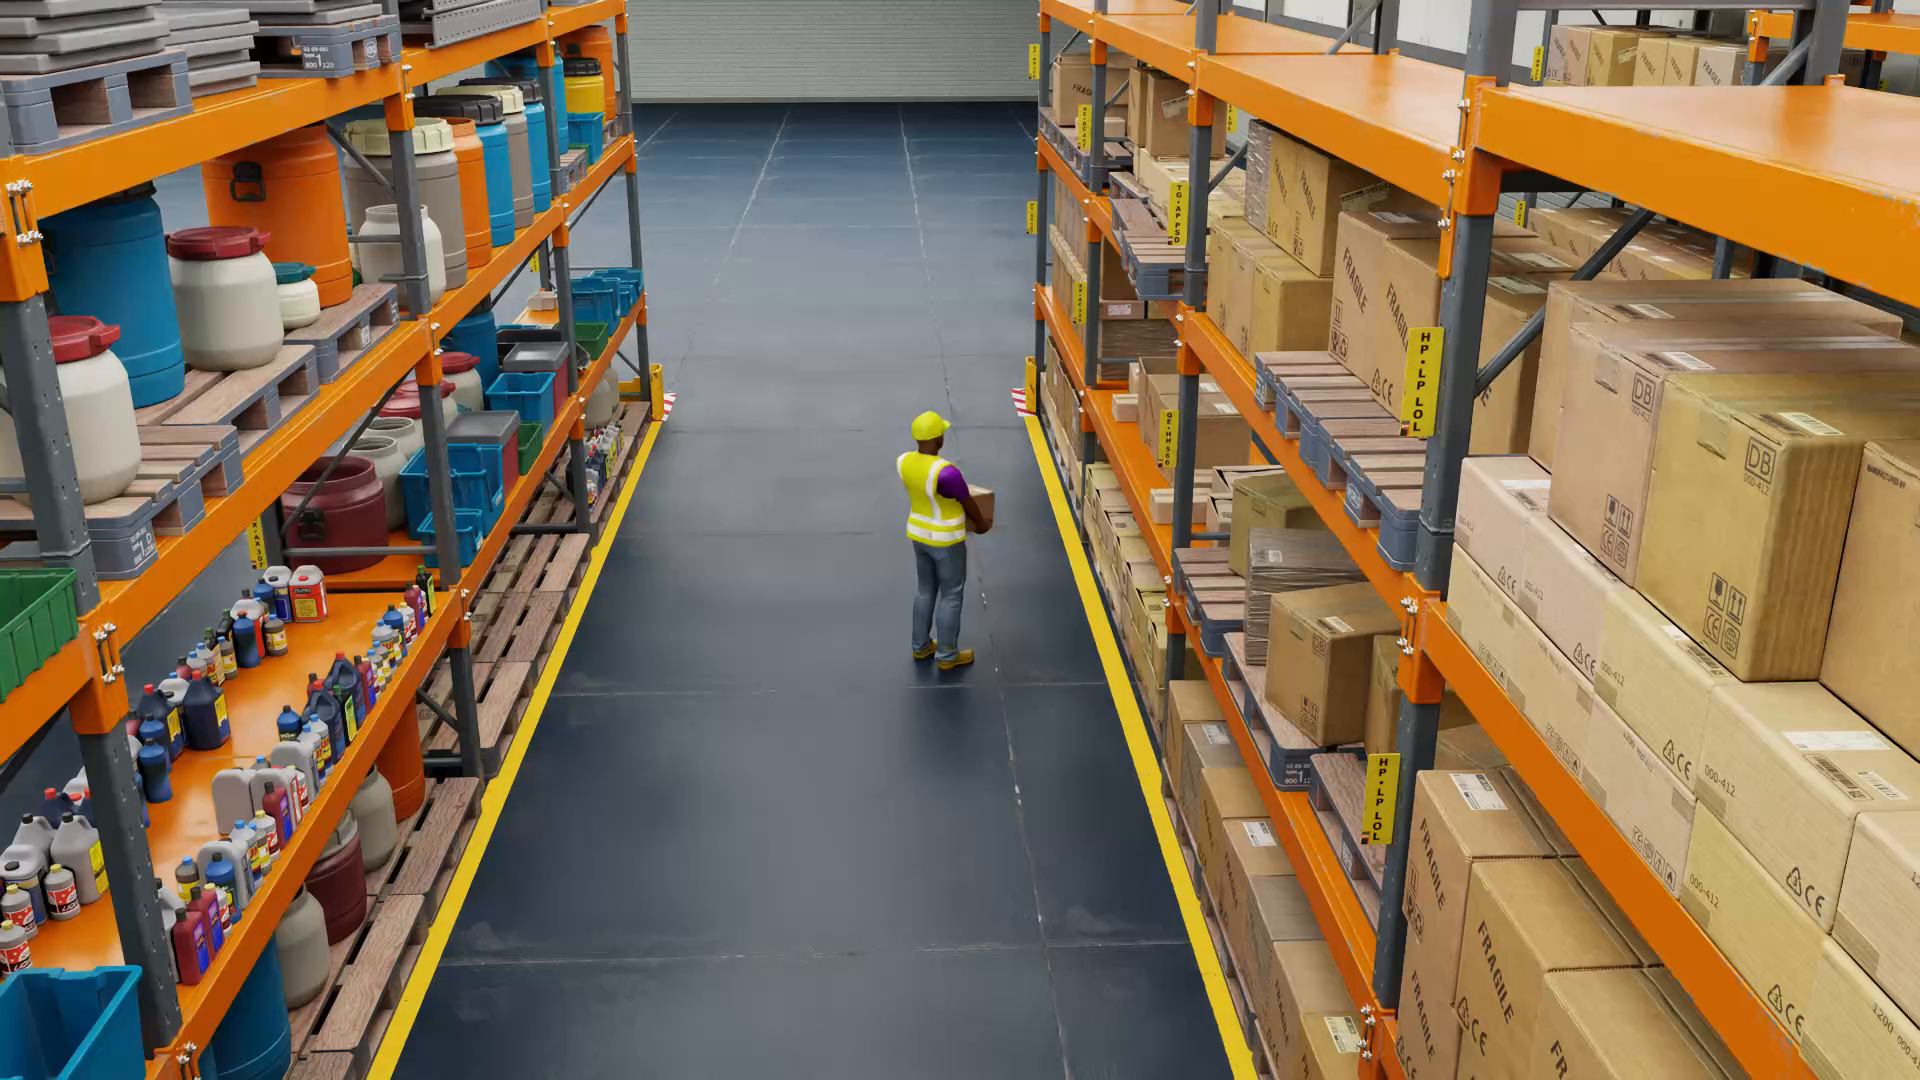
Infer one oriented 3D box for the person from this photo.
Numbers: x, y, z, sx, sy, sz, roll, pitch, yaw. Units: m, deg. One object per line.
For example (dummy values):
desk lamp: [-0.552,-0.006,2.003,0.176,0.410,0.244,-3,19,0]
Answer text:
person: [-0.105,-0.030,11.098,0.645,1.766,0.576,19,27,41]
